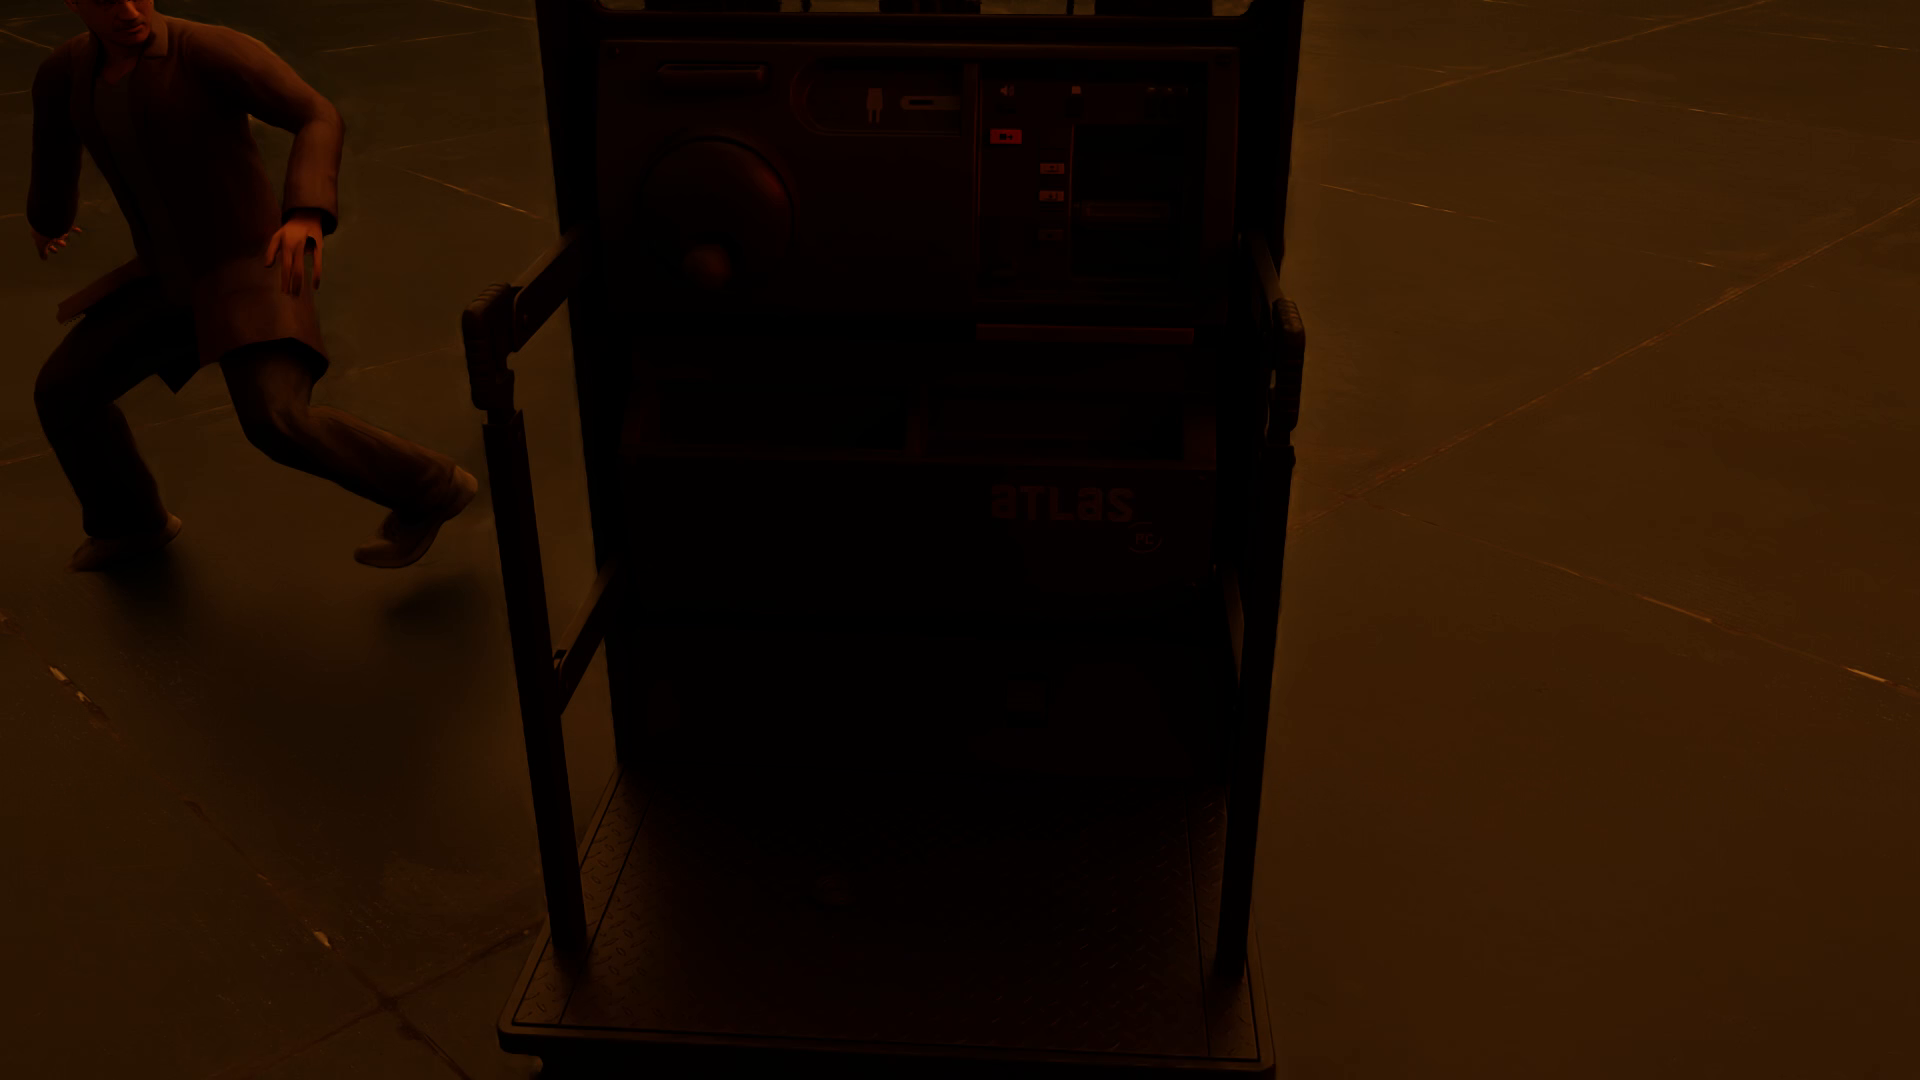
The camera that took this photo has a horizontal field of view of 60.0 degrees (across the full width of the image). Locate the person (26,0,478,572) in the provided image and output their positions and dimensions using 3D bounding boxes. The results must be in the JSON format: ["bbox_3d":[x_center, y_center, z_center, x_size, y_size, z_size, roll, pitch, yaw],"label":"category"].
[{"bbox_3d":[-1.921,-0.640,4.109,1.222,1.682,0.567,11,28,21],"label":"person"}]

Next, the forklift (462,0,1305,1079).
[{"bbox_3d":[-0.079,-0.498,2.229,1.130,2.935,3.031,2,26,4],"label":"forklift"}]
